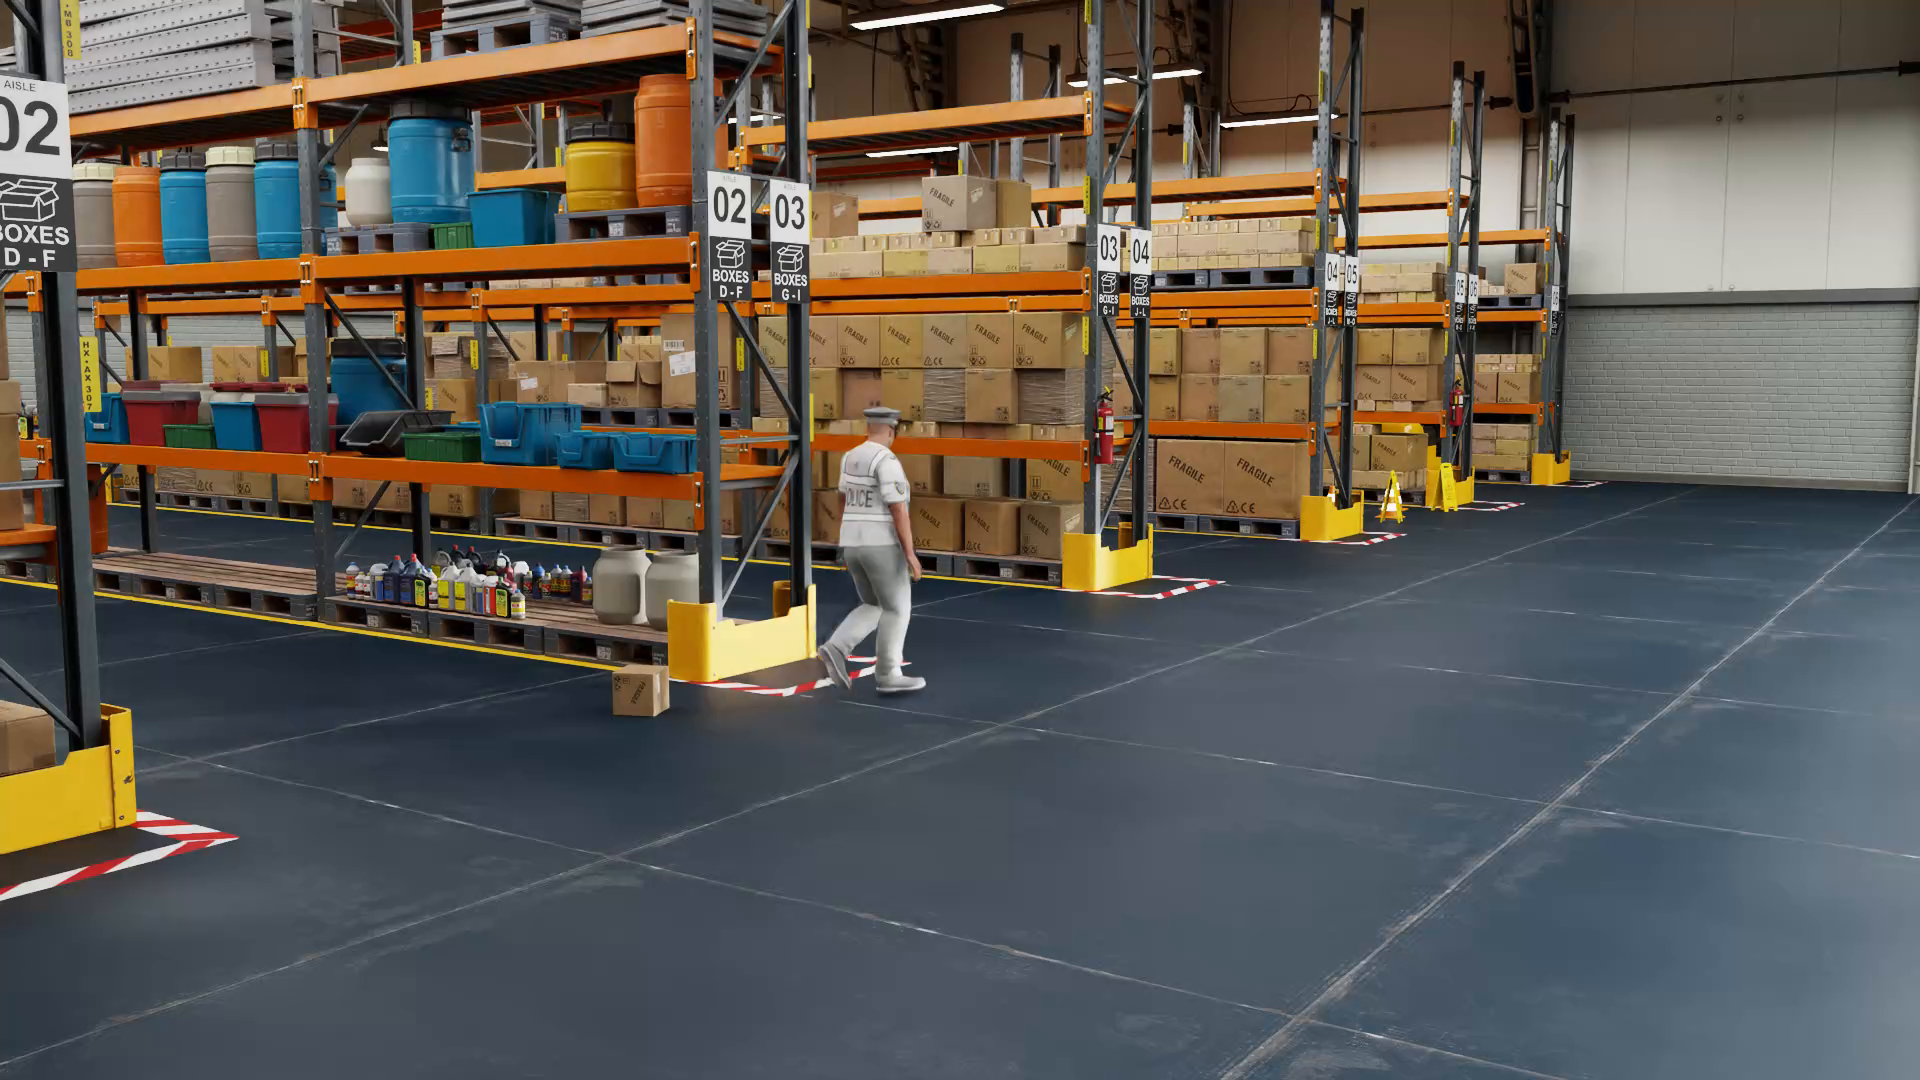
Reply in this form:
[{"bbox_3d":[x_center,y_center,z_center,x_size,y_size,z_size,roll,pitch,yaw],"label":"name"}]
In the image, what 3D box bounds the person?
[{"bbox_3d":[-0.547,0.059,10.078,0.608,1.723,0.620,-5,8,-36],"label":"person"}]
